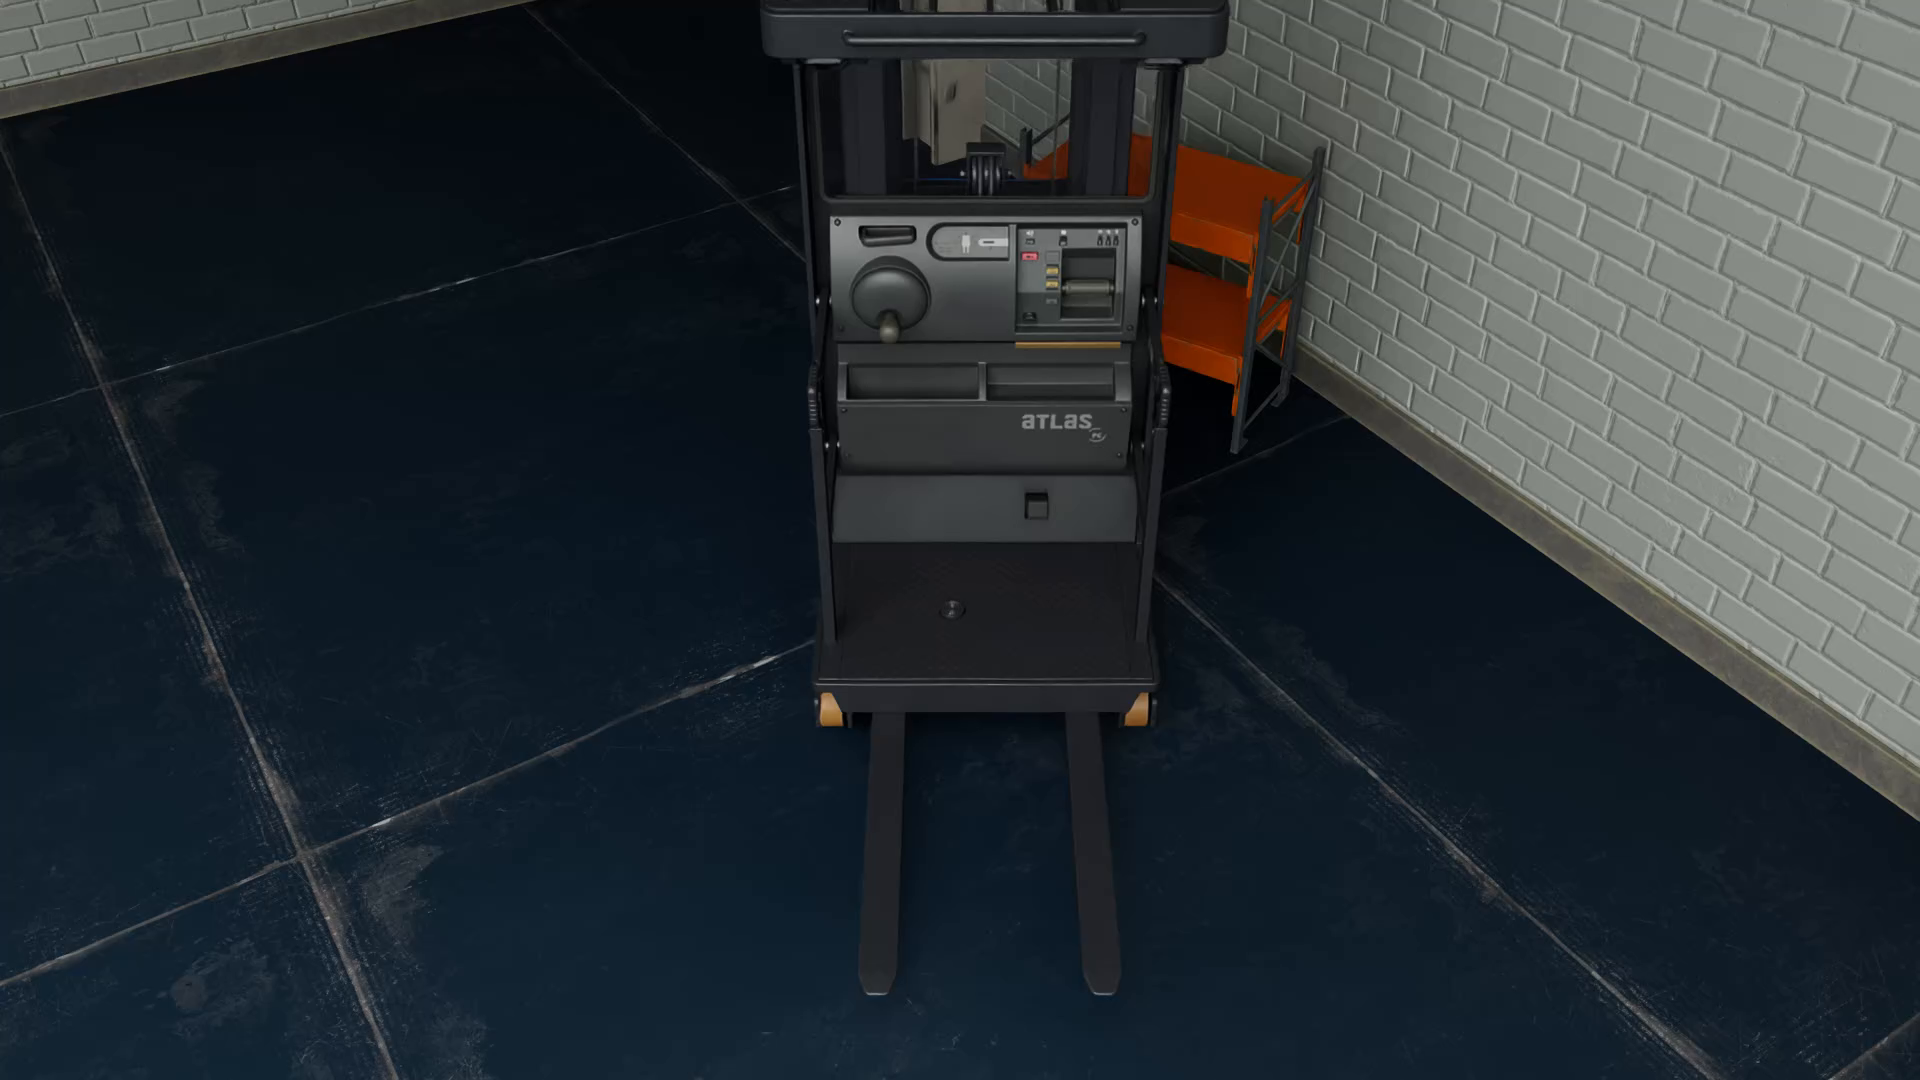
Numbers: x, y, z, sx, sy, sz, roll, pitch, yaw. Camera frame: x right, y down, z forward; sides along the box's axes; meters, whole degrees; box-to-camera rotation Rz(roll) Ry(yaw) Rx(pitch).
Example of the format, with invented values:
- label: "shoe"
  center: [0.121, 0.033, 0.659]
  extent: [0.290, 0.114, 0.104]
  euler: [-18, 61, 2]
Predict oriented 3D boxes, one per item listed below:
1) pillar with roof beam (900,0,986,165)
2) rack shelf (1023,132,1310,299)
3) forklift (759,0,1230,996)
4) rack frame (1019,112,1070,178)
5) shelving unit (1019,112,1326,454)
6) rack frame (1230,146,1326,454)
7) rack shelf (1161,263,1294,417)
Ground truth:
- label: "pillar with roof beam"
  center: [-3.730, -4.065, 4.099]
  extent: [9.100, 9.000, 0.400]
  euler: [-22, 45, -24]
- label: "rack shelf"
  center: [0.804, -1.317, 6.494]
  extent: [1.000, 0.278, 0.538]
  euler: [23, 45, 25]
- label: "forklift"
  center: [0.080, -0.709, 4.811]
  extent: [1.130, 2.935, 3.031]
  euler: [0, 40, 0]
- label: "rack frame"
  center: [0.378, -1.269, 6.894]
  extent: [0.032, 1.125, 0.500]
  euler: [23, 45, 25]
- label: "shelving unit"
  center: [0.804, -1.092, 6.682]
  extent: [1.048, 1.125, 0.538]
  euler: [23, 45, 25]
- label: "rack frame"
  center: [1.231, -0.915, 6.469]
  extent: [0.032, 1.125, 0.500]
  euler: [23, 45, 25]
- label: "rack shelf"
  center: [0.804, -0.904, 6.838]
  extent: [1.000, 0.278, 0.538]
  euler: [23, 45, 25]
